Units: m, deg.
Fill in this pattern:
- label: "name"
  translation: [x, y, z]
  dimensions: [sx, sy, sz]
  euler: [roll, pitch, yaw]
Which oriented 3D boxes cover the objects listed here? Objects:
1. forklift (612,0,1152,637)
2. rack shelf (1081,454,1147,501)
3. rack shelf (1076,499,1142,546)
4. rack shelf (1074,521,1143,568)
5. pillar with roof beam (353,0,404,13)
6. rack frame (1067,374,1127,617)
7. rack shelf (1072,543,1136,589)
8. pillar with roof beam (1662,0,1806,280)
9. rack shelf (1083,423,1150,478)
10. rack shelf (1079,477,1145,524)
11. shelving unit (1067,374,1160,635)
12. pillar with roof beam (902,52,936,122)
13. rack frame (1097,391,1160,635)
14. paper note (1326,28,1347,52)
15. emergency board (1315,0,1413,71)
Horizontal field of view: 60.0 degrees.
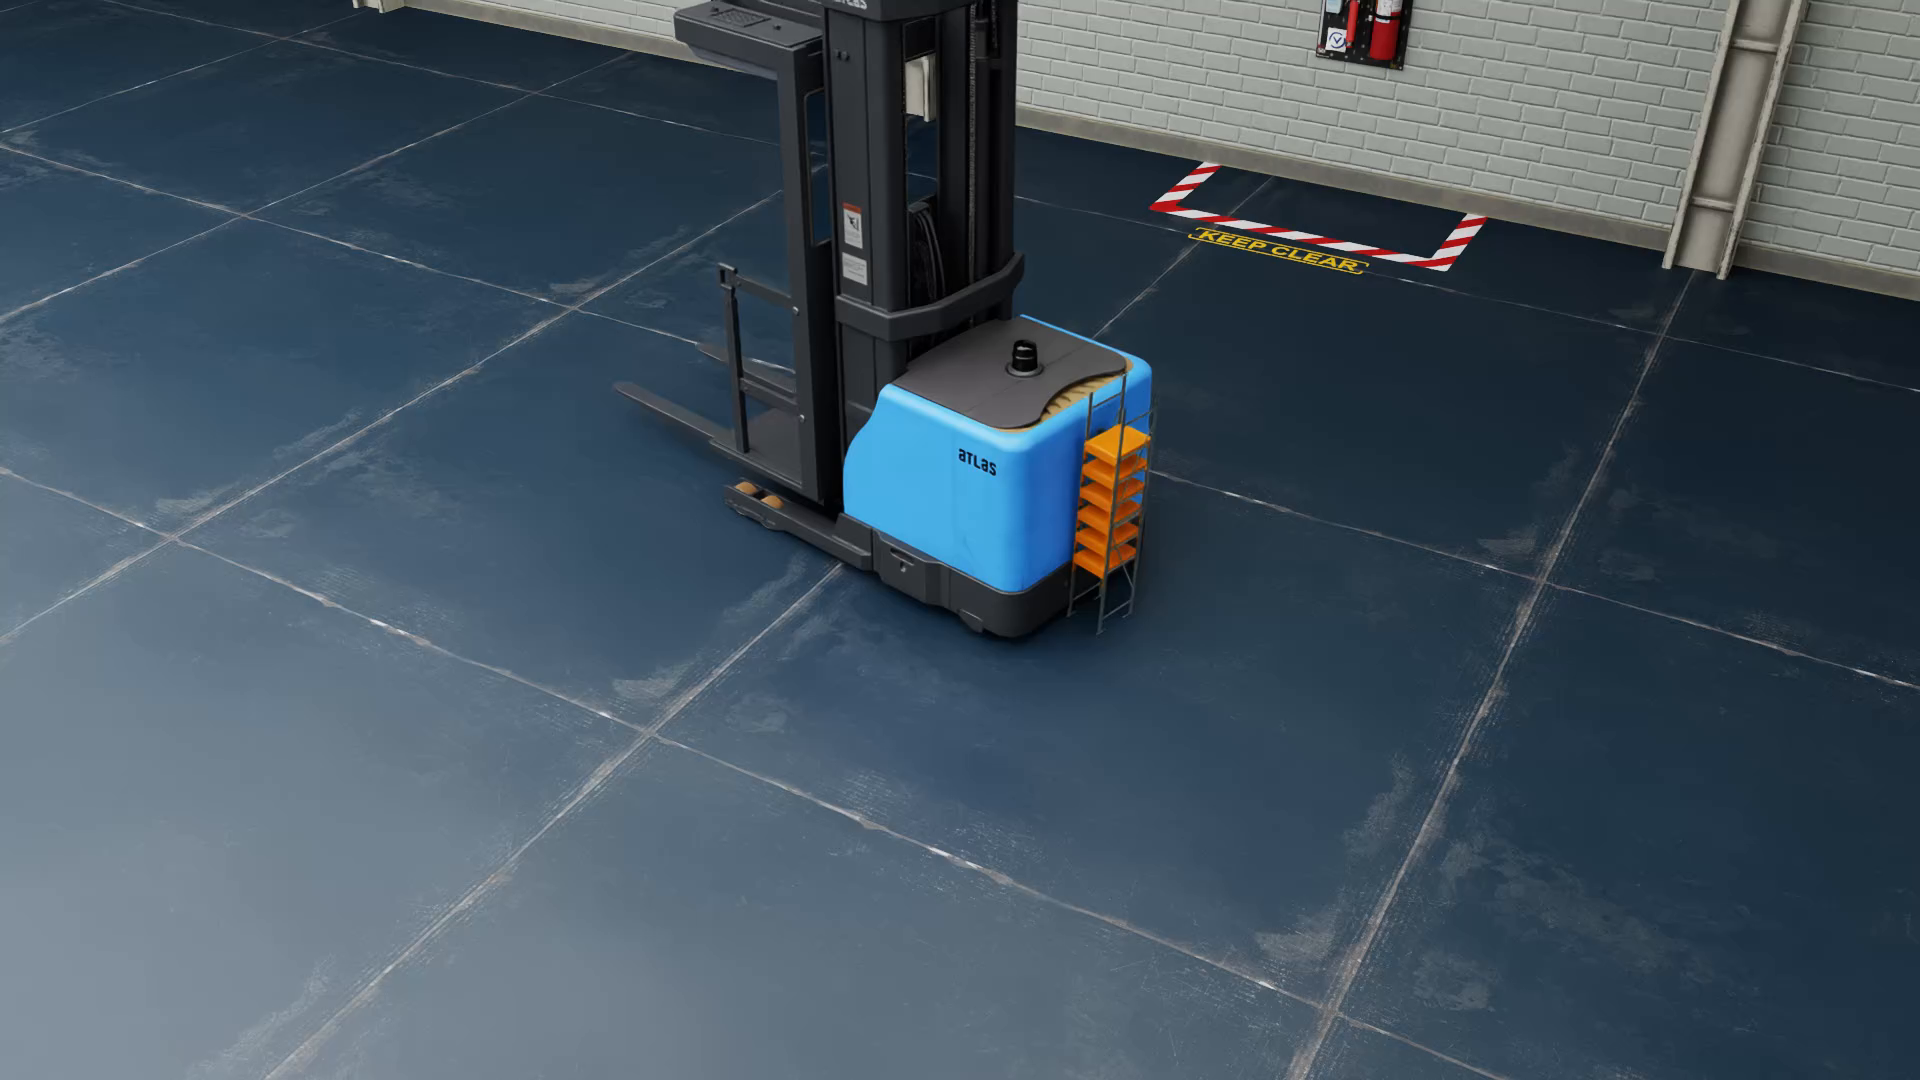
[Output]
- label: "forklift"
  translation: [-0.553, -1.470, 7.813]
  dimensions: [3.031, 2.935, 1.130]
  euler: [26, 42, 33]
- label: "rack shelf"
  translation: [0.680, -0.297, 7.253]
  dimensions: [0.180, 0.103, 0.258]
  euler: [32, 45, 34]
- label: "rack shelf"
  translation: [0.670, -0.103, 7.394]
  dimensions: [0.180, 0.103, 0.258]
  euler: [32, 45, 34]
- label: "rack shelf"
  translation: [0.665, -0.006, 7.464]
  dimensions: [0.180, 0.103, 0.258]
  euler: [32, 45, 34]
- label: "pillar with roof beam"
  translation: [-7.689, -6.788, 10.325]
  dimensions: [0.400, 9.000, 9.100]
  euler: [18, 37, 24]
- label: "rack frame"
  translation: [0.607, -0.179, 7.418]
  dimensions: [0.006, 1.200, 0.240]
  euler: [32, 45, 34]
- label: "rack shelf"
  translation: [0.661, 0.091, 7.534]
  dimensions: [0.180, 0.103, 0.258]
  euler: [32, 45, 34]
- label: "pillar with roof beam"
  translation: [2.730, -3.488, 5.369]
  dimensions: [0.400, 9.000, 9.100]
  euler: [18, 37, 24]
- label: "rack shelf"
  translation: [0.684, -0.394, 7.183]
  dimensions: [0.180, 0.103, 0.258]
  euler: [32, 45, 34]
- label: "rack shelf"
  translation: [0.675, -0.200, 7.323]
  dimensions: [0.180, 0.103, 0.258]
  euler: [32, 45, 34]
- label: "shelving unit"
  translation: [0.672, -0.139, 7.368]
  dimensions: [0.189, 1.200, 0.258]
  euler: [32, 45, 34]
- label: "pillar with roof beam"
  translation: [-2.479, -5.138, 7.847]
  dimensions: [0.400, 9.000, 9.100]
  euler: [18, 37, 24]
- label: "rack frame"
  translation: [0.737, -0.099, 7.317]
  dimensions: [0.006, 1.200, 0.240]
  euler: [32, 45, 34]
- label: "paper note"
  translation: [2.620, -3.476, 11.558]
  dimensions: [0.142, 0.148, 0.016]
  euler: [18, 37, 24]
- label: "emergency board"
  translation: [2.739, -3.761, 11.191]
  dimensions: [0.643, 1.169, 0.194]
  euler: [18, 37, 24]
